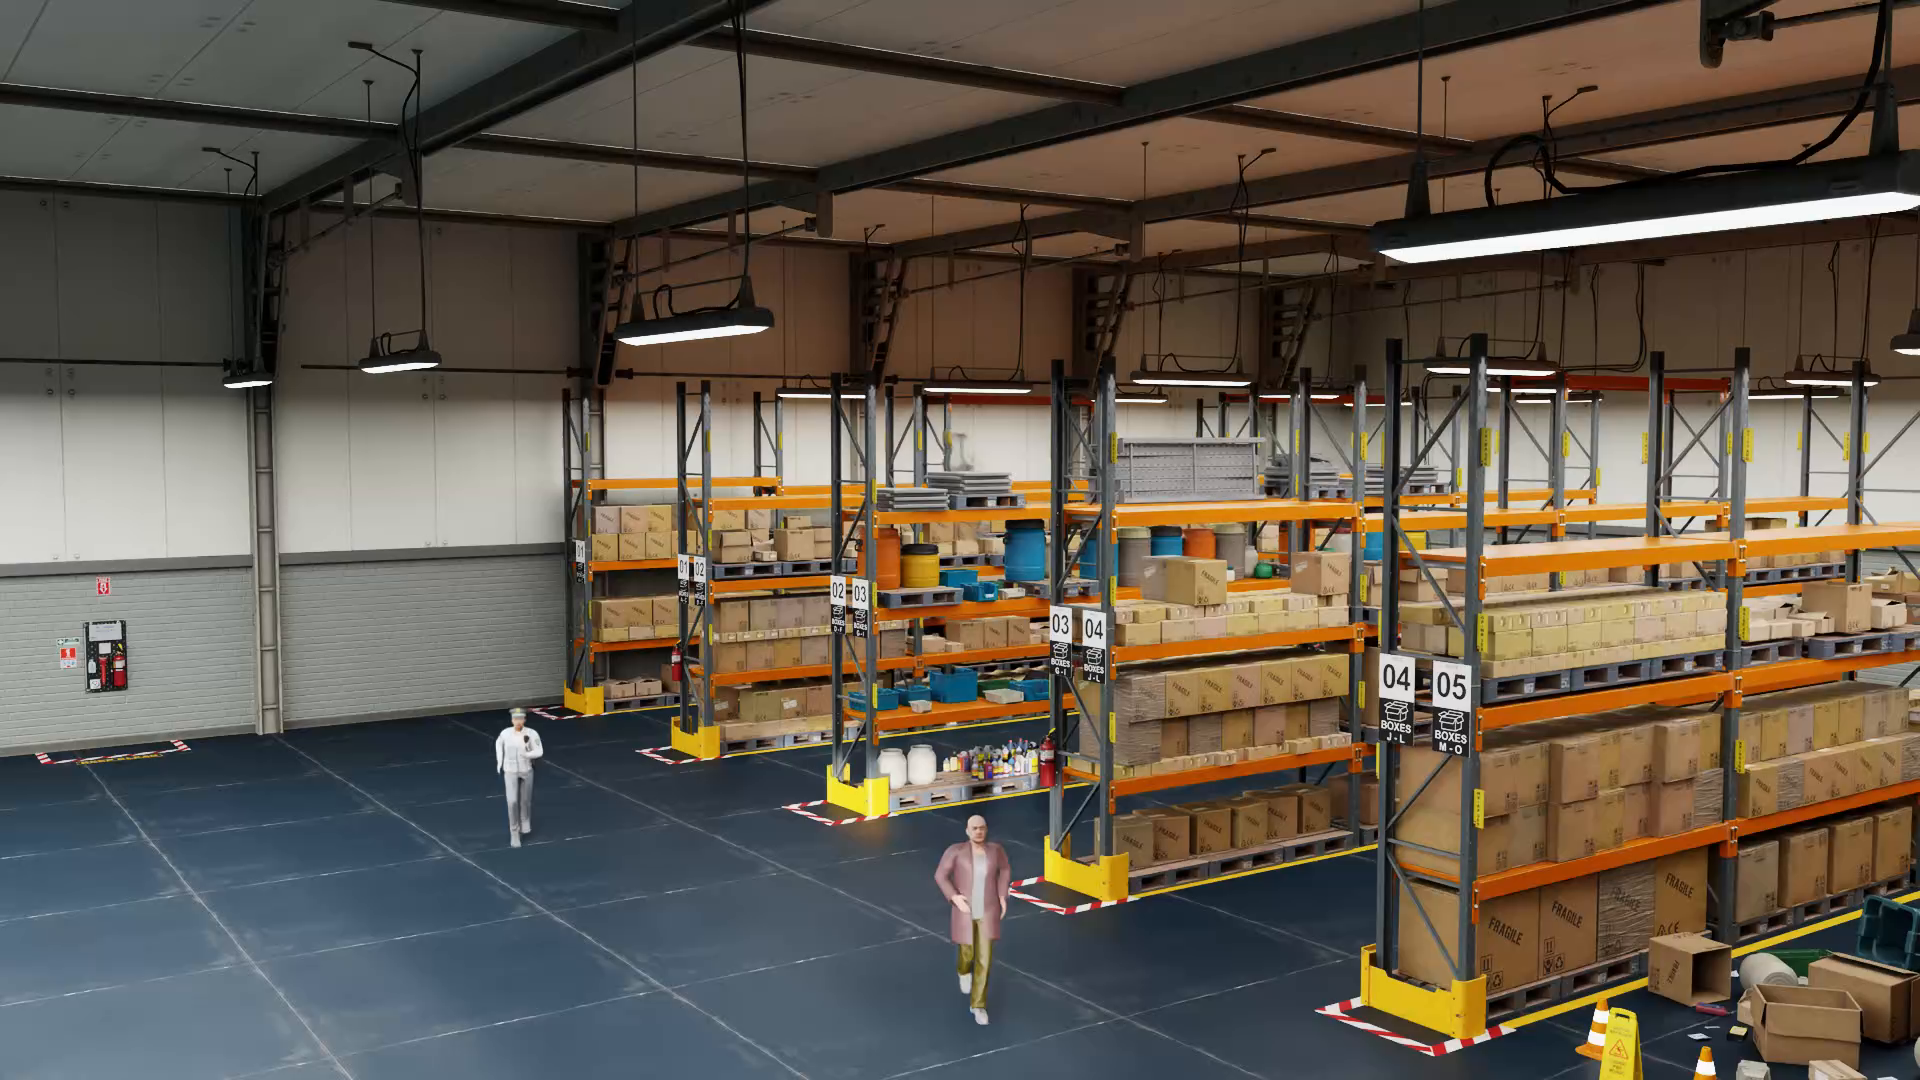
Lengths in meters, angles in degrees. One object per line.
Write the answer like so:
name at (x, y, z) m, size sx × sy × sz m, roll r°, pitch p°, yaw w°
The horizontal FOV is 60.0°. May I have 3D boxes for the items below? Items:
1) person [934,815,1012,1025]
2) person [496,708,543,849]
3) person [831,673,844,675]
person at (0.128, 3.335, 14.886) m, size 0.716 × 1.771 × 0.908 m, roll 0°, pitch 4°, yaw -7°
person at (-5.563, 2.963, 21.023) m, size 0.580 × 1.733 × 0.833 m, roll -1°, pitch 4°, yaw -13°
person at (-2.246, 2.268, 30.731) m, size 0.675 × 1.786 × 0.967 m, roll 4°, pitch 5°, yaw 44°
